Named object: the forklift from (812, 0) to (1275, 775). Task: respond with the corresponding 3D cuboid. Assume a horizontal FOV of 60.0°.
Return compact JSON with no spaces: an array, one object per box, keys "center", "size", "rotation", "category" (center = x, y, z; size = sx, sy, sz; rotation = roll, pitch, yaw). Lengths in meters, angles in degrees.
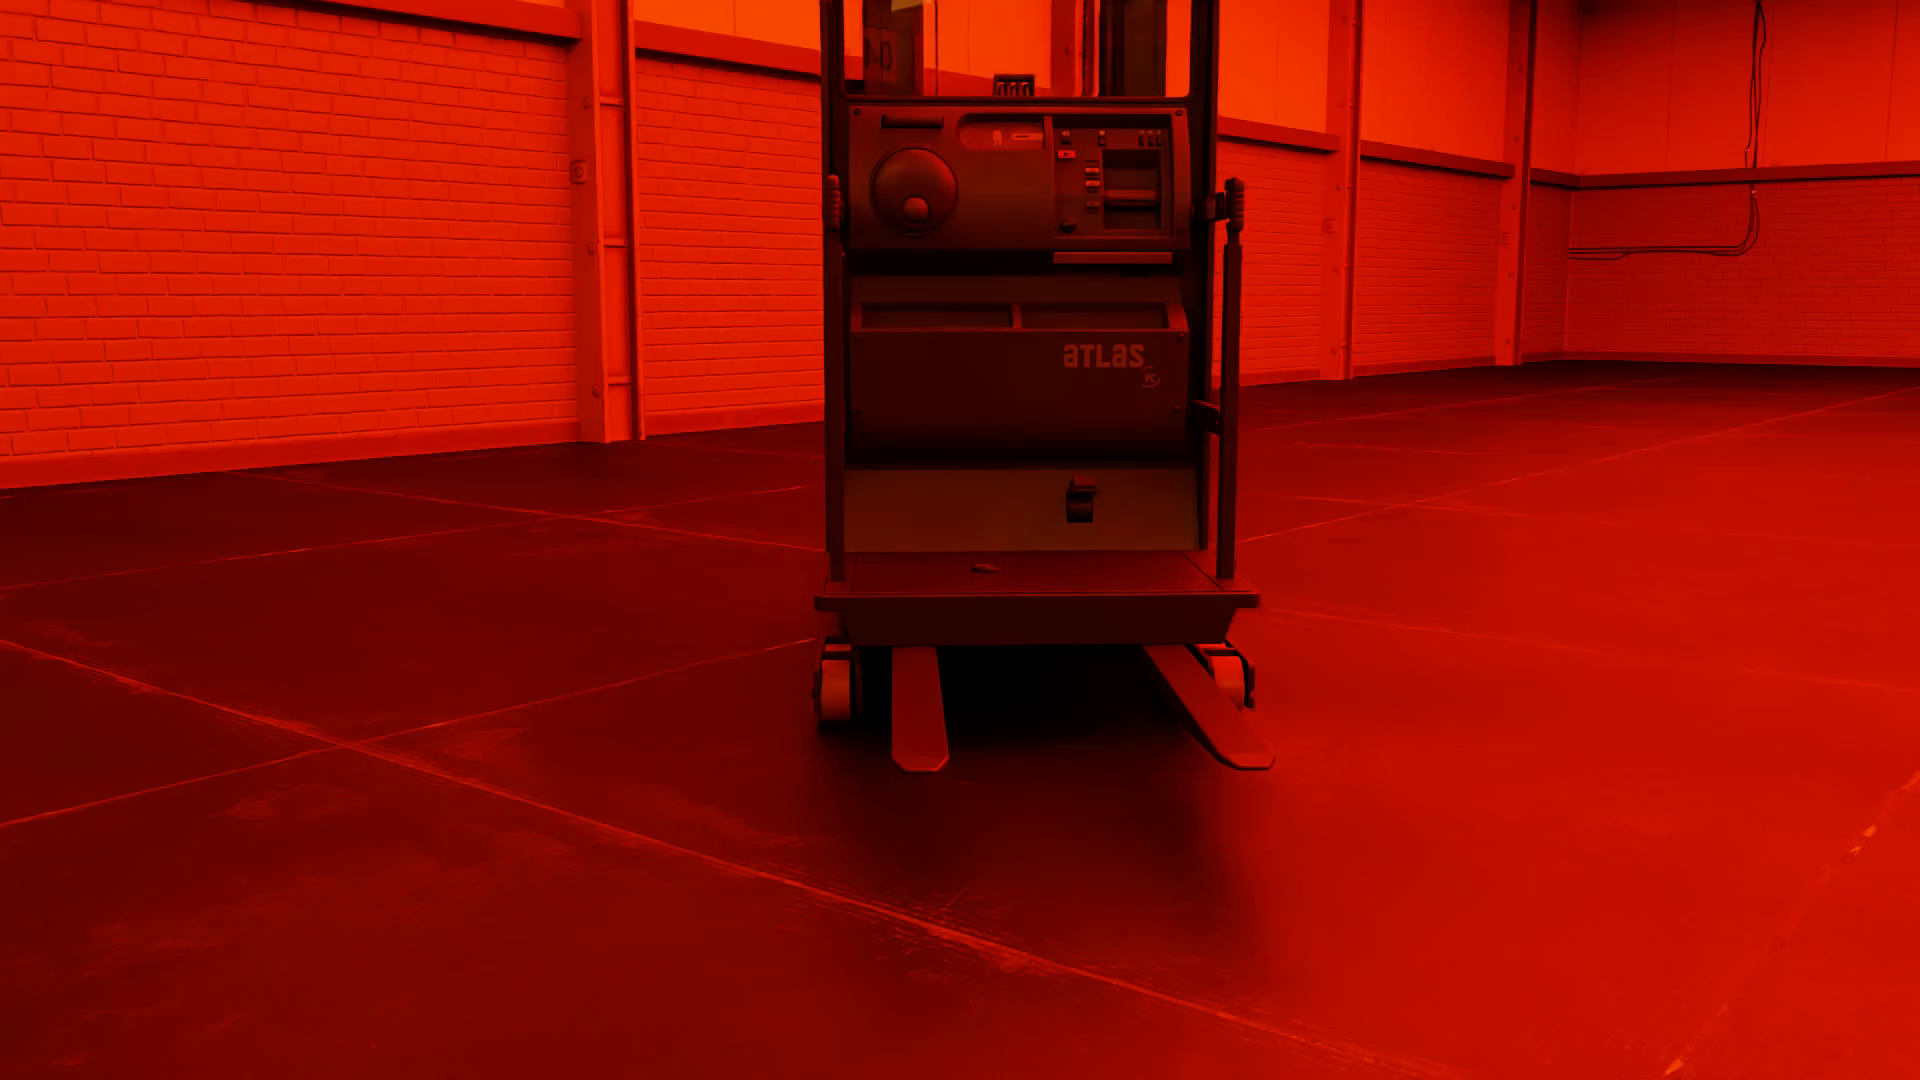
[{"center":[0.173,-1.032,4.337],"size":[1.130,2.935,3.031],"rotation":[0,8,-2],"category":"forklift"}]
